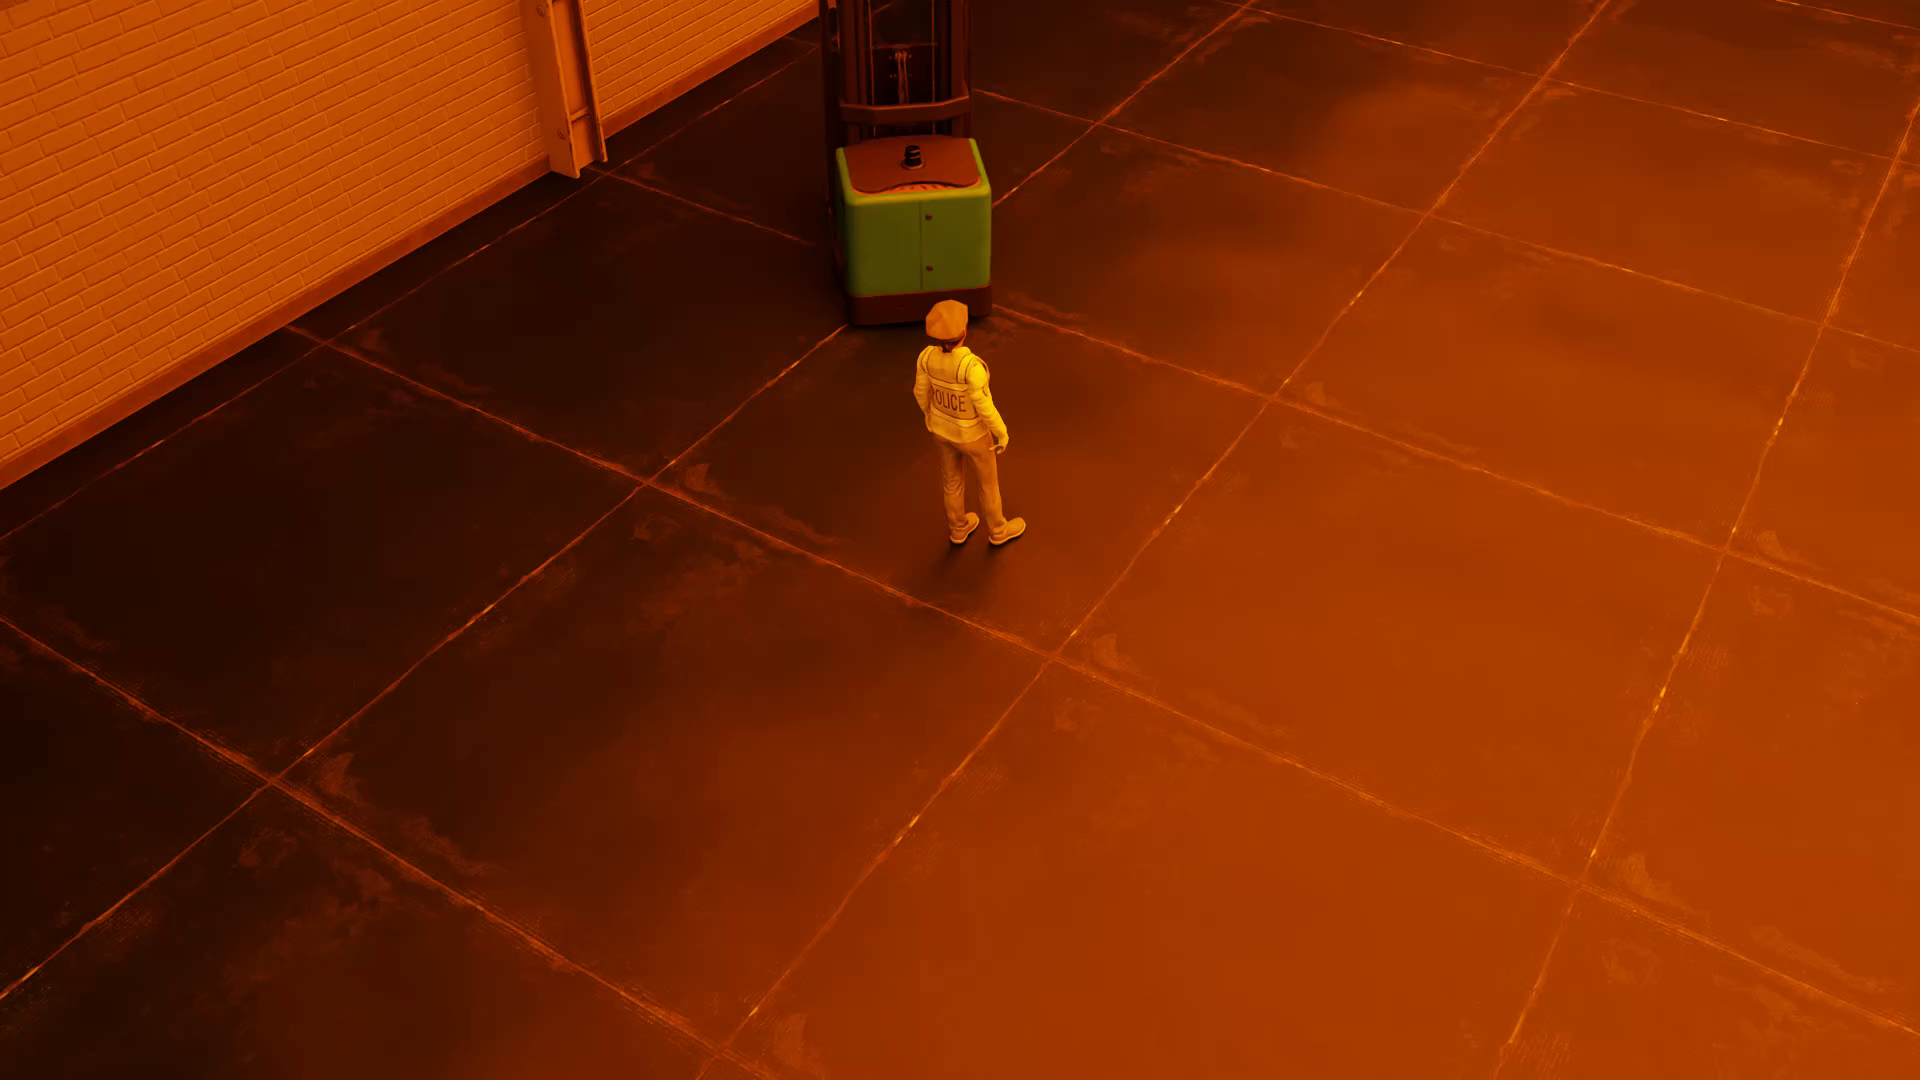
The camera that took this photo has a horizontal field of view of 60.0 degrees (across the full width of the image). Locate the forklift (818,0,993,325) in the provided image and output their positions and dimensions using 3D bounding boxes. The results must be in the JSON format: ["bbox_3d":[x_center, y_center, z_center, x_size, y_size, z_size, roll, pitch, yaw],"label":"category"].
[{"bbox_3d":[-0.493,-3.613,12.230,1.130,2.935,3.031,-5,41,-6],"label":"forklift"}]

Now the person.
[{"bbox_3d":[0.042,-0.687,9.723,0.588,1.695,0.531,22,45,24],"label":"person"}]
